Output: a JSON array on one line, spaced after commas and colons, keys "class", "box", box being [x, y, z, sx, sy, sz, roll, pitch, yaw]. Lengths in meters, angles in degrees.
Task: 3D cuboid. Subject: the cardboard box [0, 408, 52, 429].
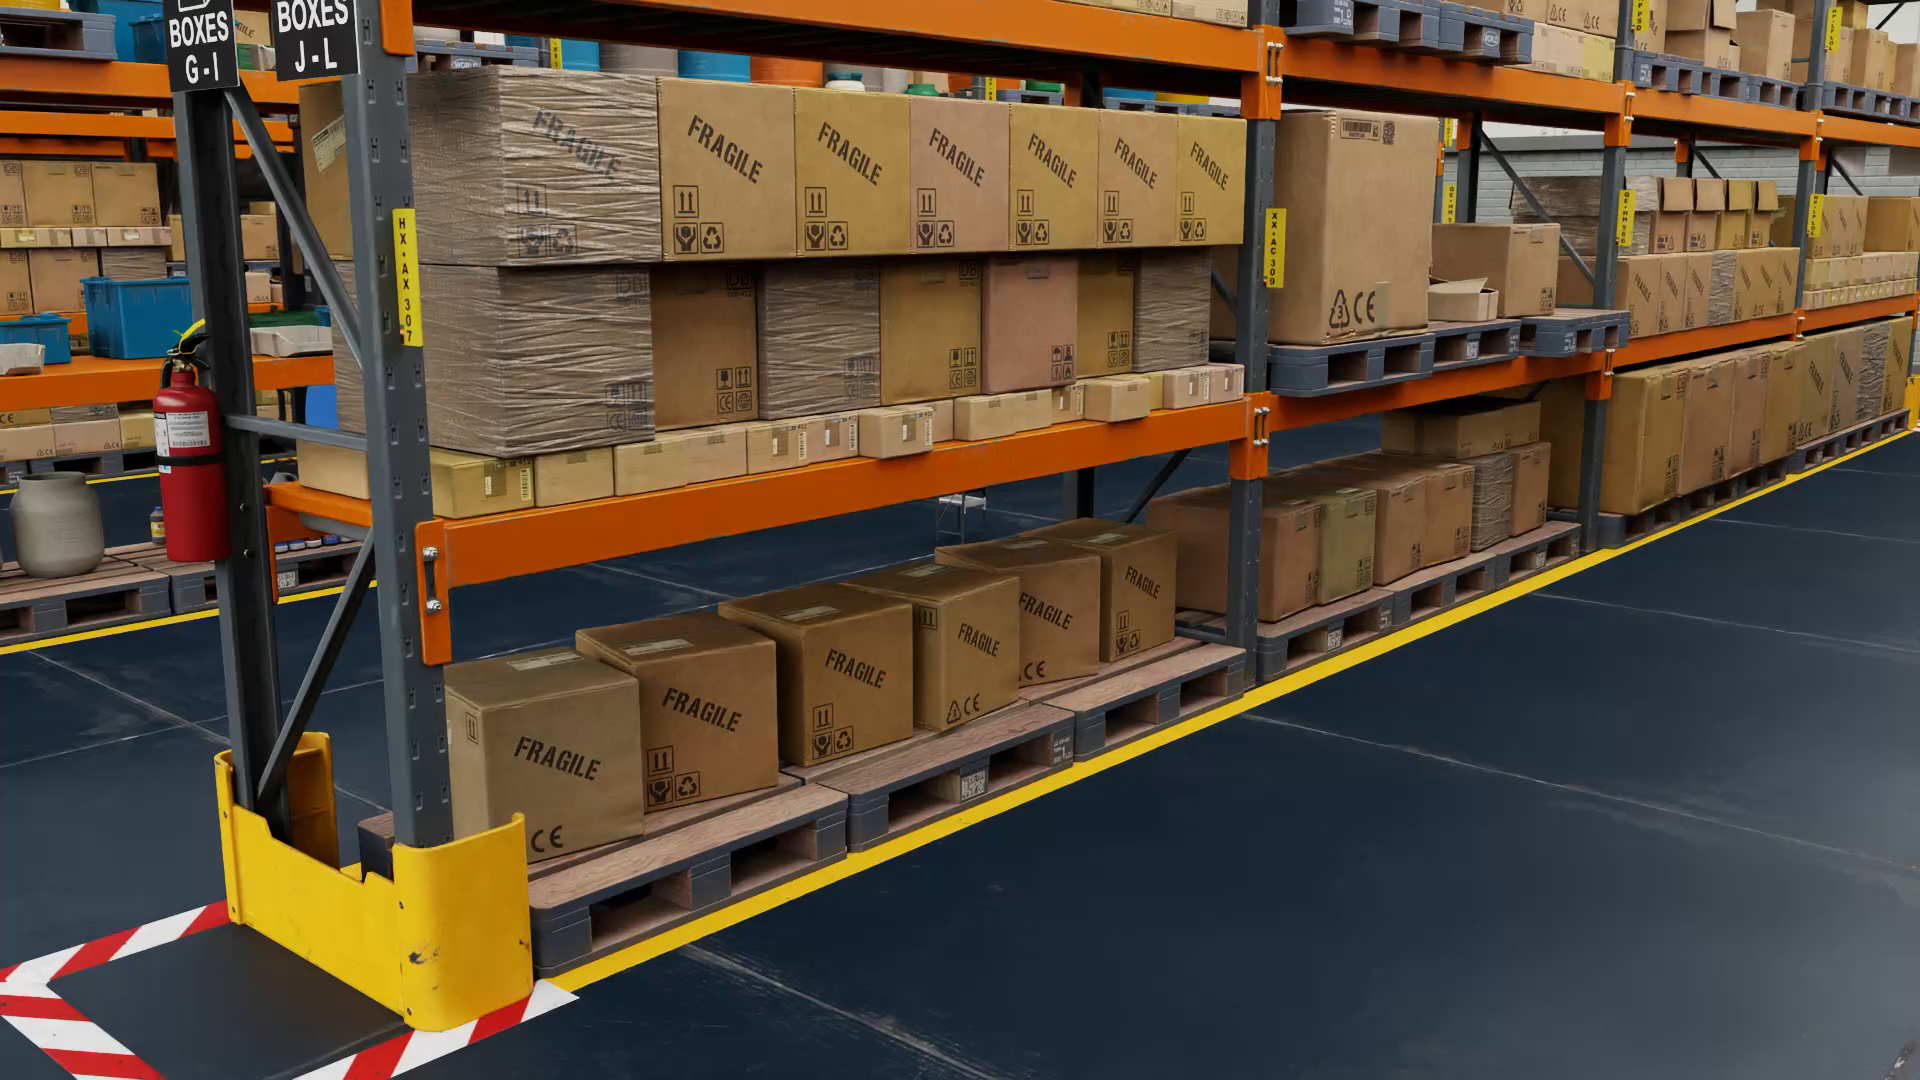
[{"class": "cardboard box", "box": [-7.346, -1.130, 12.744, 0.500, 0.500, 0.500, 10, 15, 40]}]

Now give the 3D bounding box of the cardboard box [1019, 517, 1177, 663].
[{"class": "cardboard box", "box": [0.606, 0.208, 7.324, 0.500, 0.500, 0.500, 9, 15, 39]}]

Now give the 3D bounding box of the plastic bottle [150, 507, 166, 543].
[{"class": "plastic bottle", "box": [-4.577, -0.088, 9.516, 0.097, 0.201, 0.097, 0, 11, 0]}]

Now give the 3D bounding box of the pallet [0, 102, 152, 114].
[{"class": "pallet", "box": [-7.082, -3.446, 12.874, 1.003, 0.211, 1.213, 10, 15, 40]}]

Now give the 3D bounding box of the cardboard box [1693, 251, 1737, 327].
[{"class": "cardboard box", "box": [5.072, -1.765, 11.635, 0.500, 0.500, 0.500, 10, 15, 41]}]

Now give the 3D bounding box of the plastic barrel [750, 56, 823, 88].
[{"class": "plastic barrel", "box": [-1.317, -3.587, 12.259, 0.600, 0.830, 0.708, 10, 15, 40]}]

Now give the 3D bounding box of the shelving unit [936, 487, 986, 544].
[{"class": "shelving unit", "box": [0.005, -0.442, 10.629, 0.258, 0.900, 0.210, 10, 15, 40]}]

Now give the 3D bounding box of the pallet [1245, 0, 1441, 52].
[{"class": "pallet", "box": [1.388, -2.322, 7.499, 1.213, 0.211, 1.003, 10, 15, 40]}]

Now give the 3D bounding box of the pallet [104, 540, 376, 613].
[{"class": "pallet", "box": [-4.100, 0.135, 9.497, 1.003, 0.211, 1.213, 10, 15, 40]}]

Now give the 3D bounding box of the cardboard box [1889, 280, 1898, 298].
[{"class": "cardboard box", "box": [8.331, -2.301, 15.216, 0.380, 0.149, 0.250, 10, 15, 41]}]

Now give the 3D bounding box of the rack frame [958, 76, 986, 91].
[{"class": "rack frame", "box": [-0.180, -5.037, 12.954, 1.000, 3.000, 0.127, 10, 15, 40]}]

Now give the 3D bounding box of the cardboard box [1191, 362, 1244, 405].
[{"class": "cardboard box", "box": [0.979, -0.673, 7.065, 0.380, 0.149, 0.250, 10, 15, 40]}]

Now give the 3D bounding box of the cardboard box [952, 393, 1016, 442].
[{"class": "cardboard box", "box": [-0.022, -0.454, 5.969, 0.380, 0.149, 0.250, 10, 15, 40]}]

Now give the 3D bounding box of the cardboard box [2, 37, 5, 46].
[{"class": "cardboard box", "box": [-7.425, -3.730, 12.866, 0.500, 0.311, 0.500, 9, 14, 37]}]

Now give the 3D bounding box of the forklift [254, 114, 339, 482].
[{"class": "forklift", "box": [-4.722, -1.929, 12.887, 1.130, 2.935, 3.031, -8, 14, -34]}]

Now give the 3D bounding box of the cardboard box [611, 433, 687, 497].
[{"class": "cardboard box", "box": [-1.017, -0.235, 4.869, 0.380, 0.149, 0.250, 10, 15, 40]}]

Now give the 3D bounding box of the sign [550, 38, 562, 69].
[{"class": "sign", "box": [-2.414, -2.909, 9.936, 0.100, 0.325, 0.005, 10, 15, 40]}]

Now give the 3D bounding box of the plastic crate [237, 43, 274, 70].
[{"class": "plastic crate", "box": [-4.066, -2.676, 9.336, 0.336, 0.188, 0.450, 10, 15, 40]}]

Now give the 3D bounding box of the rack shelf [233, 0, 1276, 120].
[{"class": "rack shelf", "box": [-0.420, -1.690, 5.692, 1.077, 0.370, 4.000, 10, 15, 40]}]

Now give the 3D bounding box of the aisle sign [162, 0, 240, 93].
[{"class": "aisle sign", "box": [-2.006, -1.582, 4.336, 0.394, 0.787, 0.004, 10, 15, 40]}]

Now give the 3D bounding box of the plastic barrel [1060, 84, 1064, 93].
[{"class": "plastic barrel", "box": [0.877, -4.119, 14.597, 0.433, 0.535, 0.433, 0, 11, 0]}]

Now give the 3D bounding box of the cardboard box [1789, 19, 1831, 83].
[{"class": "cardboard box", "box": [6.653, -3.941, 13.543, 0.700, 0.500, 0.500, 9, 14, 37]}]

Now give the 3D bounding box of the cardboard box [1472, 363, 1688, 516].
[{"class": "cardboard box", "box": [4.012, -0.717, 10.997, 1.225, 0.875, 0.875, 9, 14, 38]}]

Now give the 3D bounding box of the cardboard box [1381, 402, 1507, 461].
[{"class": "cardboard box", "box": [2.779, -0.630, 9.553, 0.500, 0.250, 0.500, -10, 15, -41]}]

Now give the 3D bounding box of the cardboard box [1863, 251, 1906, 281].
[{"class": "cardboard box", "box": [8.366, -2.524, 15.312, 0.500, 0.250, 0.500, 9, 15, 39]}]

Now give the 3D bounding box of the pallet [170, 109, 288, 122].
[{"class": "pallet", "box": [-5.966, -3.656, 14.187, 0.805, 0.209, 1.217, 9, 14, 38]}]

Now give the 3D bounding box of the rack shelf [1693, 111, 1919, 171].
[{"class": "rack shelf", "box": [7.502, -3.455, 14.532, 1.077, 0.370, 4.000, 10, 15, 40]}]

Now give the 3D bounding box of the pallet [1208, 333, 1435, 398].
[{"class": "pallet", "box": [1.514, -0.866, 7.876, 1.003, 0.211, 1.213, 10, 15, 40]}]

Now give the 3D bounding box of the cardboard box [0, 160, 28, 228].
[{"class": "cardboard box", "box": [-7.490, -2.618, 12.595, 0.700, 0.500, 0.500, 10, 15, 40]}]

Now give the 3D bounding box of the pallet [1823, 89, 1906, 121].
[{"class": "pallet", "box": [7.535, -3.768, 14.487, 1.003, 0.211, 1.213, 10, 15, 40]}]

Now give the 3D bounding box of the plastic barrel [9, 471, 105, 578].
[{"class": "plastic barrel", "box": [-4.753, -0.084, 8.754, 0.421, 0.512, 0.421, 0, 11, 0]}]

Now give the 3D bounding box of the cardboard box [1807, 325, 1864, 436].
[{"class": "cardboard box", "box": [7.271, -1.426, 14.546, 0.875, 0.875, 0.875, 10, 15, 40]}]

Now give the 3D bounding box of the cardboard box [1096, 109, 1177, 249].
[{"class": "cardboard box", "box": [0.481, -1.376, 6.373, 0.500, 0.500, 0.500, 10, 15, 40]}]

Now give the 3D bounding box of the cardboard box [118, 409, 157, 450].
[{"class": "cardboard box", "box": [-6.680, -0.908, 13.549, 0.500, 0.250, 0.500, 10, 15, 40]}]

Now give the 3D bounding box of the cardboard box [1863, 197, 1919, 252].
[{"class": "cardboard box", "box": [8.698, -2.966, 15.611, 0.500, 0.500, 0.500, 10, 15, 41]}]

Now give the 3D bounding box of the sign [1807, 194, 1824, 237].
[{"class": "sign", "box": [6.595, -2.503, 12.832, 0.100, 0.325, 0.005, 10, 15, 40]}]

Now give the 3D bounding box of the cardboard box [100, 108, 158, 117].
[{"class": "cardboard box", "box": [-9.027, -4.765, 17.923, 0.500, 0.500, 0.500, 9, 14, 38]}]

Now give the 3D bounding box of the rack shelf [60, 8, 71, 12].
[{"class": "rack shelf", "box": [-8.942, -5.475, 18.003, 1.077, 0.370, 4.000, 10, 15, 40]}]

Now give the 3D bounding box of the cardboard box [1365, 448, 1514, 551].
[{"class": "cardboard box", "box": [2.757, -0.260, 9.614, 0.700, 0.500, 0.500, 8, 14, 36]}]

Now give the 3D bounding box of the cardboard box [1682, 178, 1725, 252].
[{"class": "cardboard box", "box": [4.906, -2.296, 11.732, 0.797, 0.503, 0.637, 10, 15, 42]}]

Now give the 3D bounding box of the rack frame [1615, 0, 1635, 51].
[{"class": "rack frame", "box": [3.541, -4.396, 9.748, 1.000, 3.000, 0.127, 10, 15, 40]}]

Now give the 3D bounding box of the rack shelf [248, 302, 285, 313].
[{"class": "rack shelf", "box": [-5.218, -2.089, 15.348, 1.077, 0.370, 4.000, 10, 15, 40]}]

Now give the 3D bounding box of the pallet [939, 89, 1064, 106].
[{"class": "pallet", "box": [0.399, -3.573, 13.766, 1.003, 0.211, 1.213, 10, 15, 40]}]

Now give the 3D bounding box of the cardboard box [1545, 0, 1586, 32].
[{"class": "cardboard box", "box": [3.084, -3.040, 9.085, 0.500, 0.500, 0.500, 10, 15, 40]}]

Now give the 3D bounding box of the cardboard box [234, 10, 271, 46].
[{"class": "cardboard box", "box": [-6.102, -4.204, 13.839, 0.500, 0.500, 0.500, 10, 15, 41]}]

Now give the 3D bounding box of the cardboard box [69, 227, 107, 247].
[{"class": "cardboard box", "box": [-6.893, -2.372, 13.016, 0.380, 0.149, 0.250, 9, 15, 39]}]

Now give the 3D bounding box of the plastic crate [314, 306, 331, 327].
[{"class": "plastic crate", "box": [-3.347, -1.236, 9.618, 0.499, 0.251, 0.616, 10, 15, 40]}]

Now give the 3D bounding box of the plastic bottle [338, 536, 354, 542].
[{"class": "plastic bottle", "box": [-3.536, -0.098, 9.564, 0.097, 0.201, 0.097, 0, 11, 0]}]

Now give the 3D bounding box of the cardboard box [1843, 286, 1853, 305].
[{"class": "cardboard box", "box": [7.314, -2.074, 14.080, 0.380, 0.149, 0.250, 9, 15, 40]}]

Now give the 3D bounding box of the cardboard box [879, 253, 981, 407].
[{"class": "cardboard box", "box": [-0.415, -0.779, 5.938, 0.875, 0.500, 0.500, 10, 15, 40]}]
